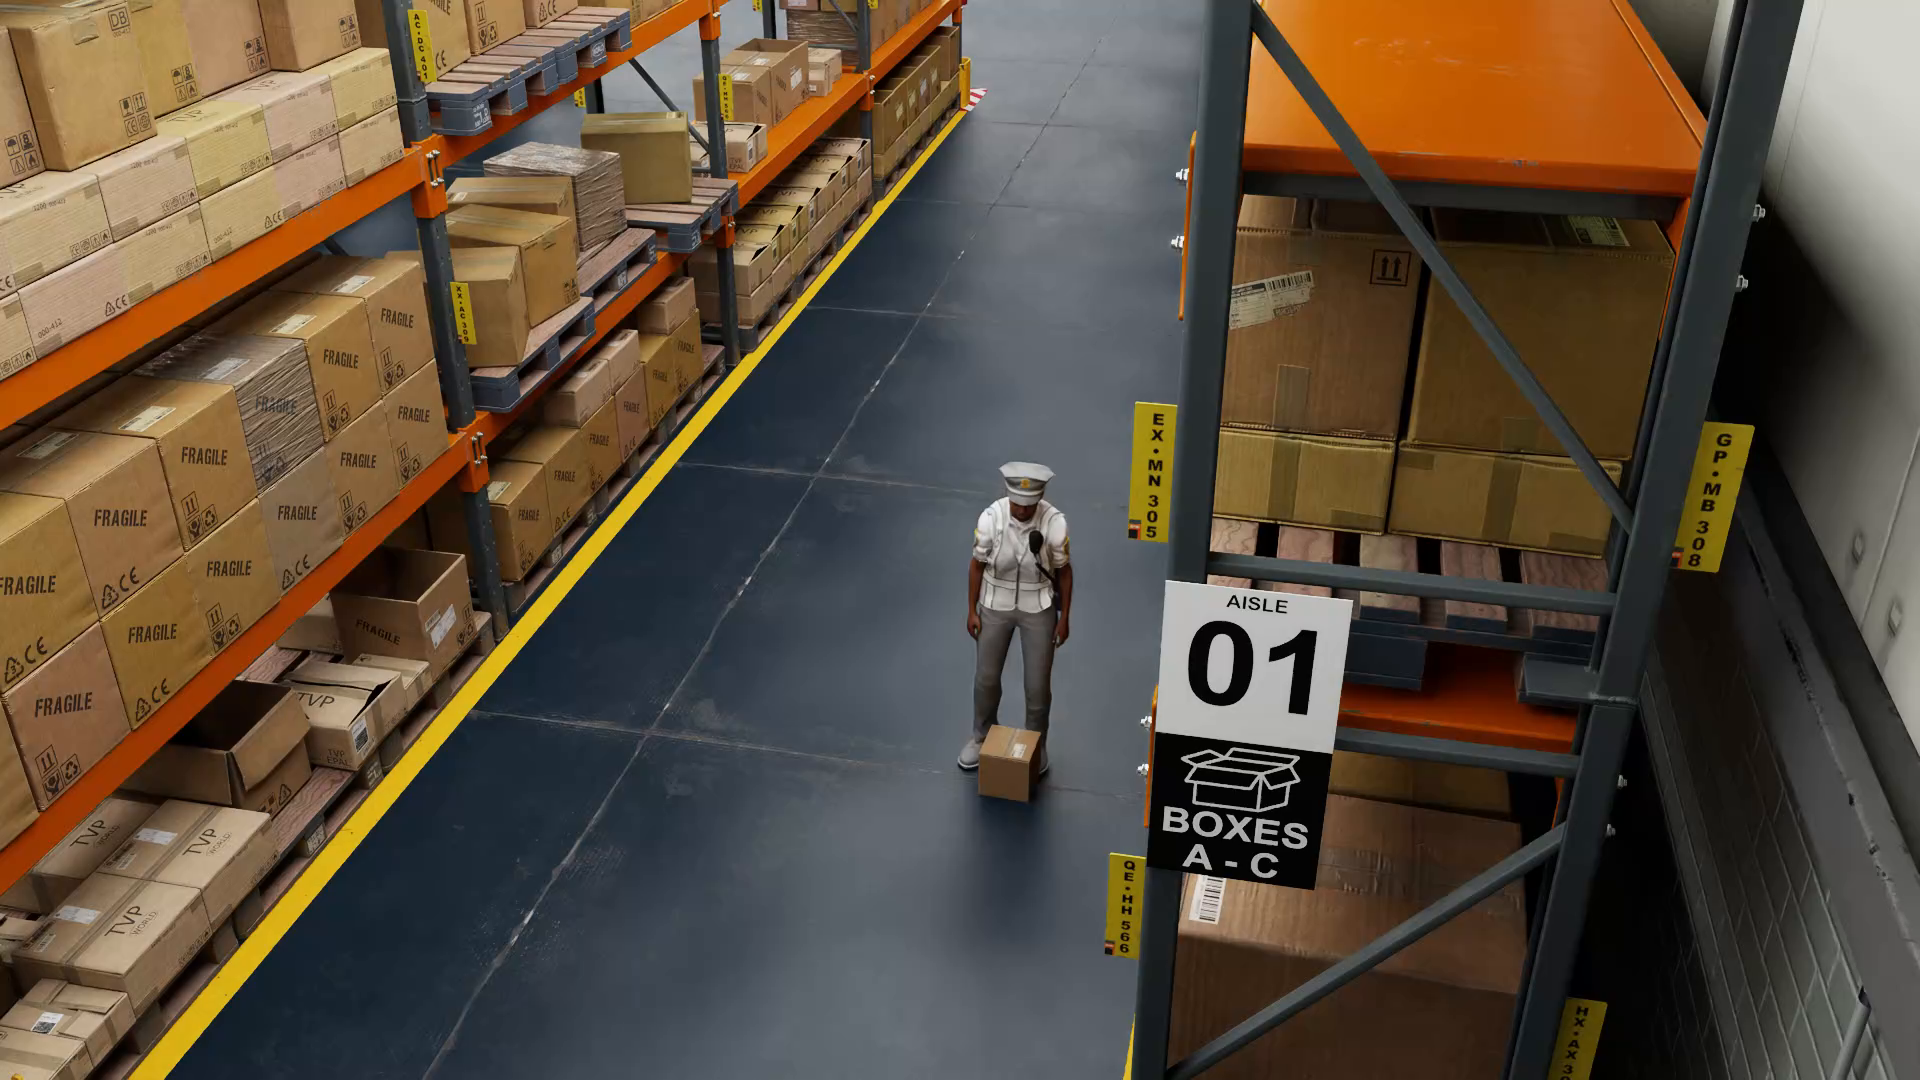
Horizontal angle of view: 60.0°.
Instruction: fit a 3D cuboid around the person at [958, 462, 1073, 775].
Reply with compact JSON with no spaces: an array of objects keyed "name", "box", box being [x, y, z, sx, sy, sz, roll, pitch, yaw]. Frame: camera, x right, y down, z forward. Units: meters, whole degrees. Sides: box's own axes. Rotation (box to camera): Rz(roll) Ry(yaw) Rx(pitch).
[{"name":"person","box":[0.267,0.357,7.967,0.531,1.659,0.398,4,29,7]}]
